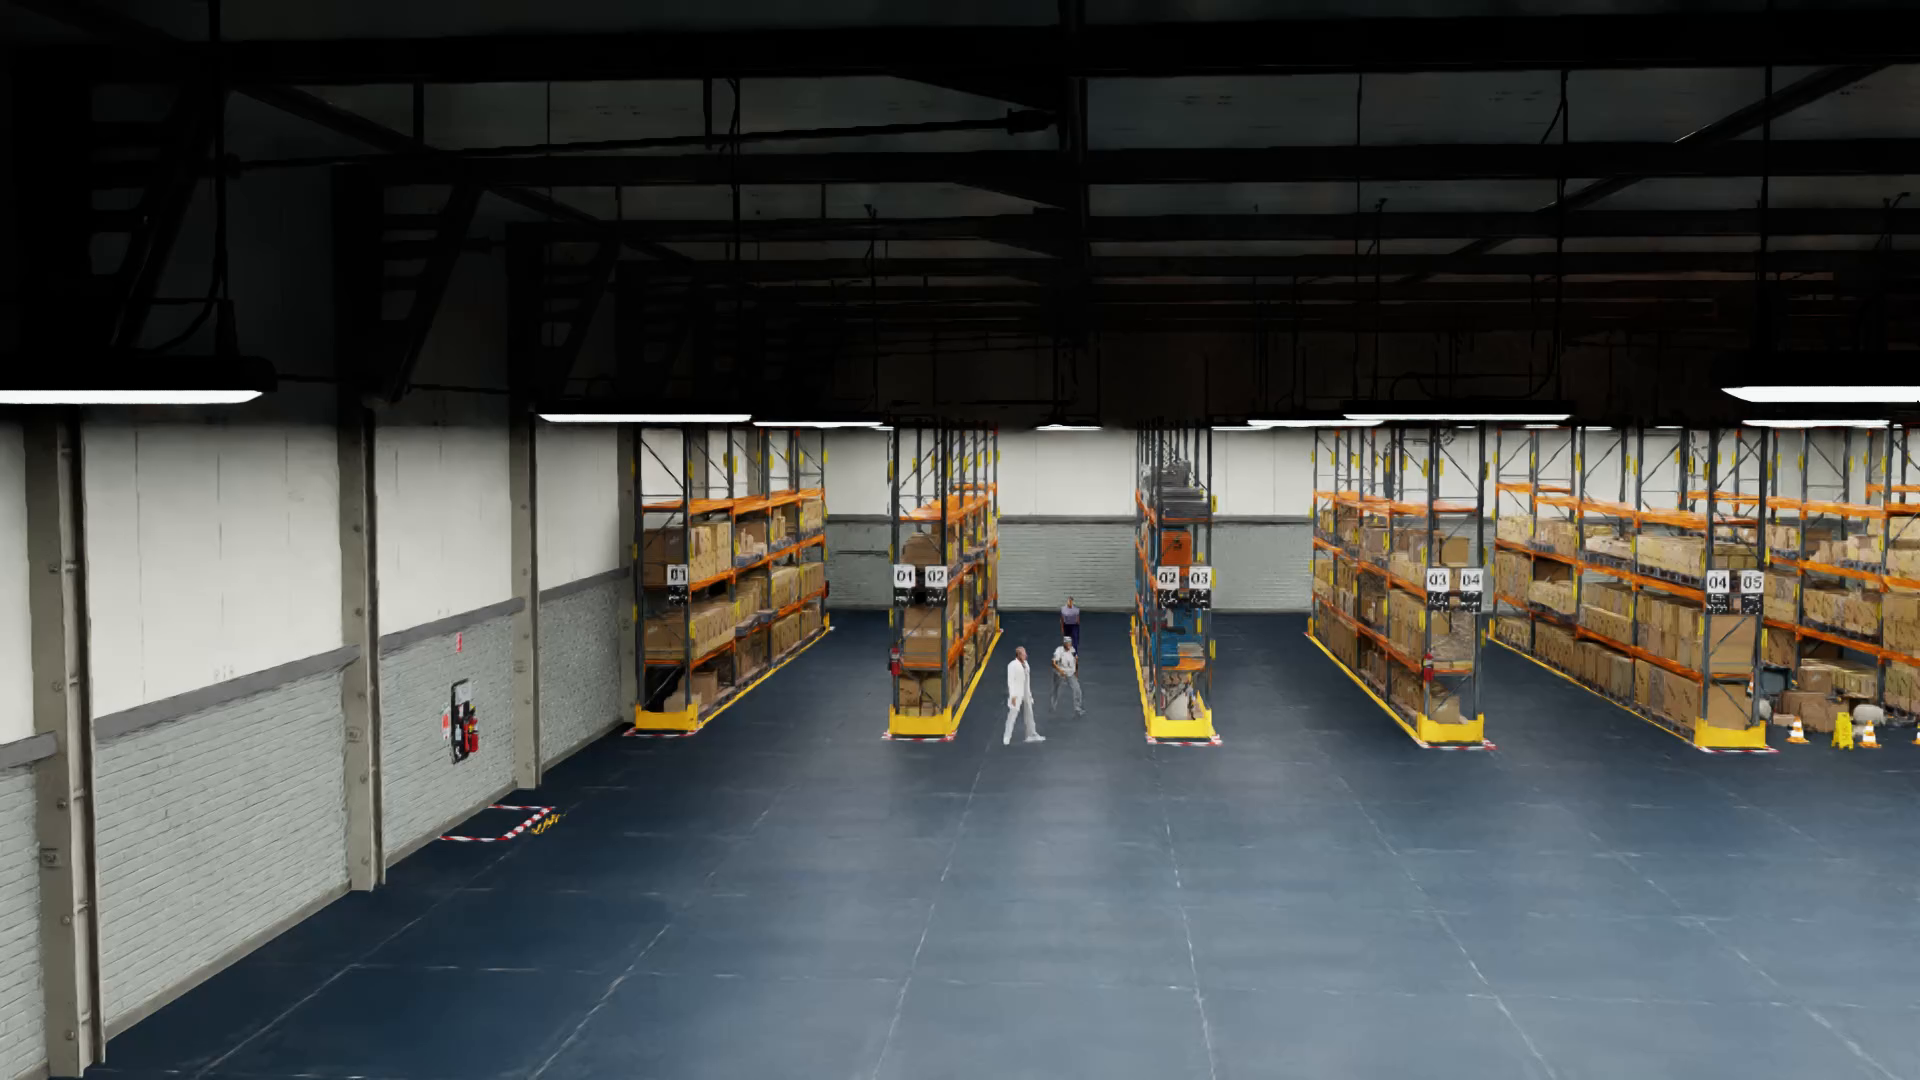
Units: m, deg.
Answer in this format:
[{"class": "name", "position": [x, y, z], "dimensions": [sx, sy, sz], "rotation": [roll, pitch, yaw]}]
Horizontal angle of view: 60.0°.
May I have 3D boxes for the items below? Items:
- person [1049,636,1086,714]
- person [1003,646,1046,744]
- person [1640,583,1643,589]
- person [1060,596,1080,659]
[{"class": "person", "position": [2.155, 2.713, 33.760], "dimensions": [0.655, 1.593, 0.824], "rotation": [-1, 4, -12]}, {"class": "person", "position": [1.126, 2.828, 30.500], "dimensions": [0.578, 1.772, 0.775], "rotation": [3, 5, 42]}, {"class": "person", "position": [18.141, 1.994, 44.368], "dimensions": [0.464, 1.697, 0.468], "rotation": [1, 4, 14]}, {"class": "person", "position": [2.769, 2.190, 41.915], "dimensions": [0.479, 1.567, 1.090], "rotation": [0, 4, 7]}]
